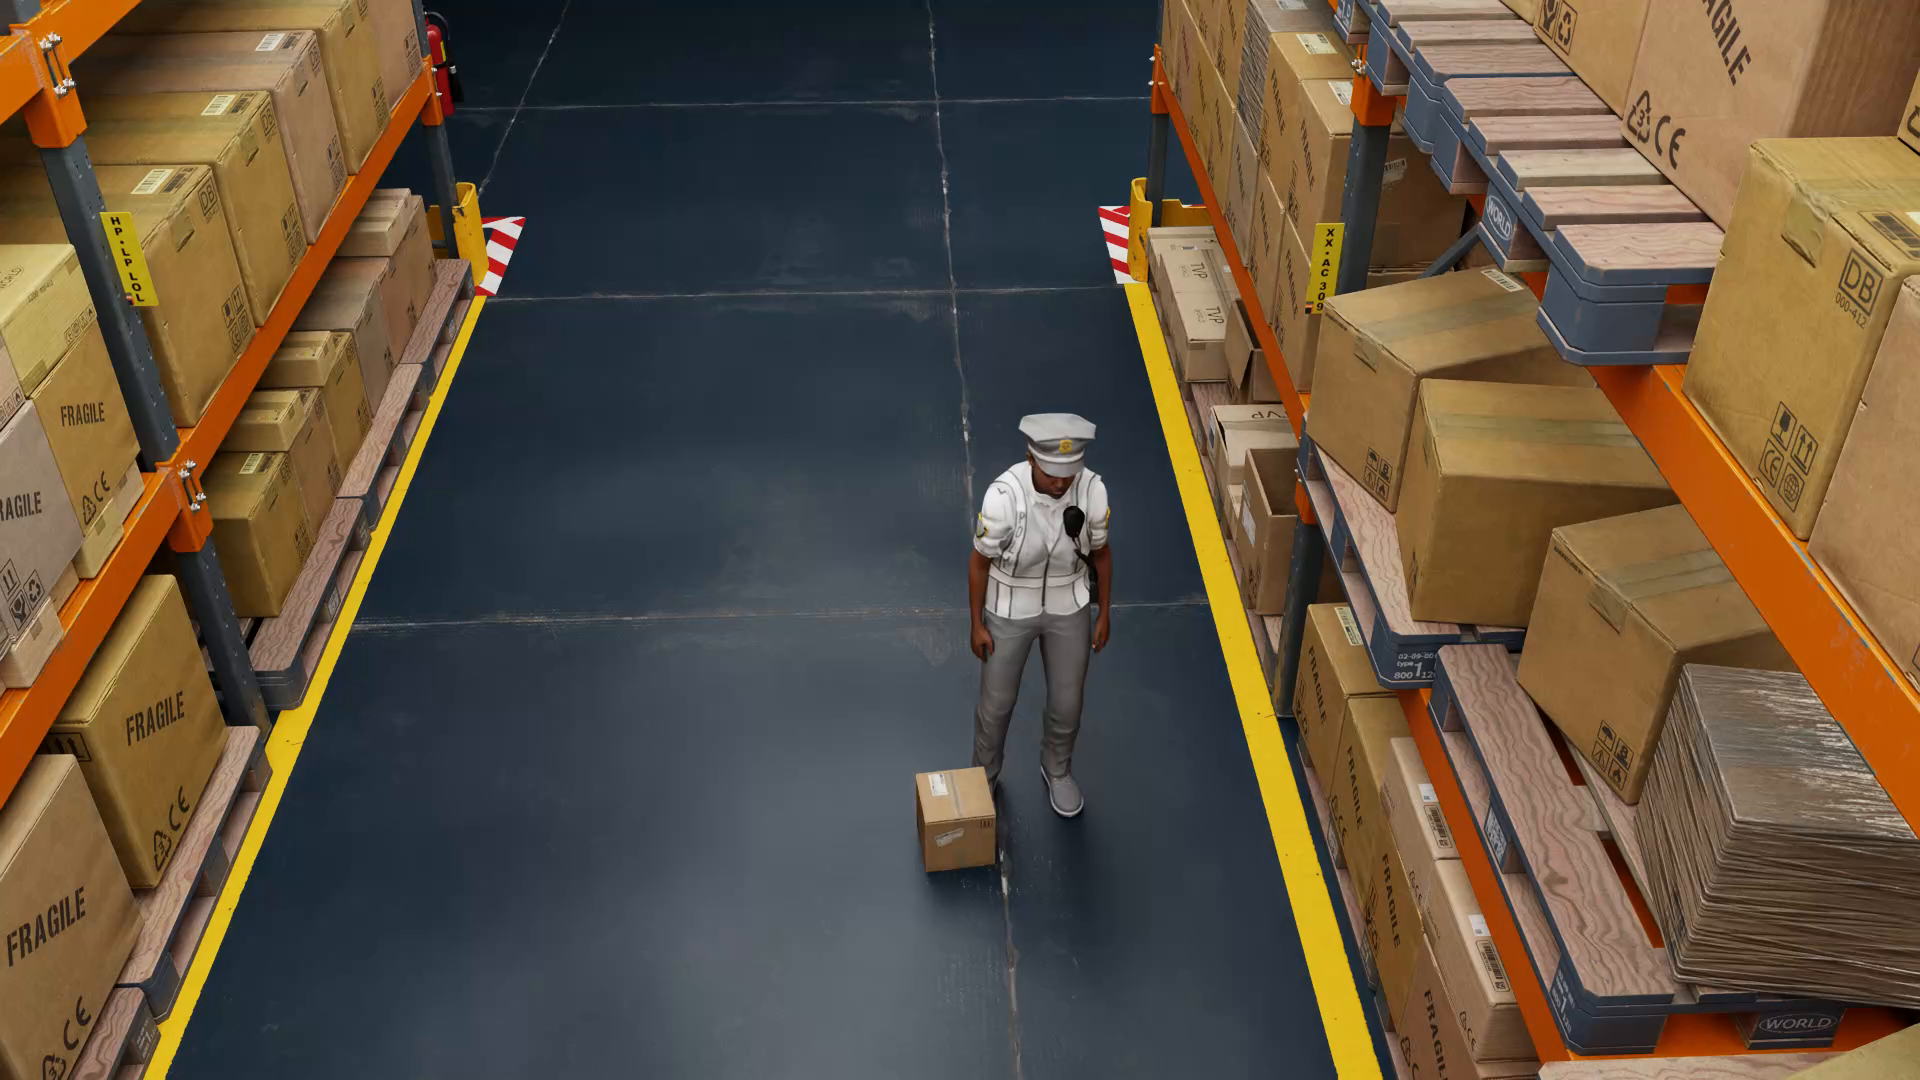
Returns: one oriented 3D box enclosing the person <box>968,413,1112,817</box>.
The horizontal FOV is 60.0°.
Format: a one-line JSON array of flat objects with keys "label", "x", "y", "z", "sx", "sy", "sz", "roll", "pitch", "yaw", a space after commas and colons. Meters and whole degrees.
[{"label": "person", "x": 0.263, "y": 0.265, "z": 5.770, "sx": 0.533, "sy": 1.664, "sz": 0.391, "roll": -4, "pitch": 36, "yaw": -6}]
